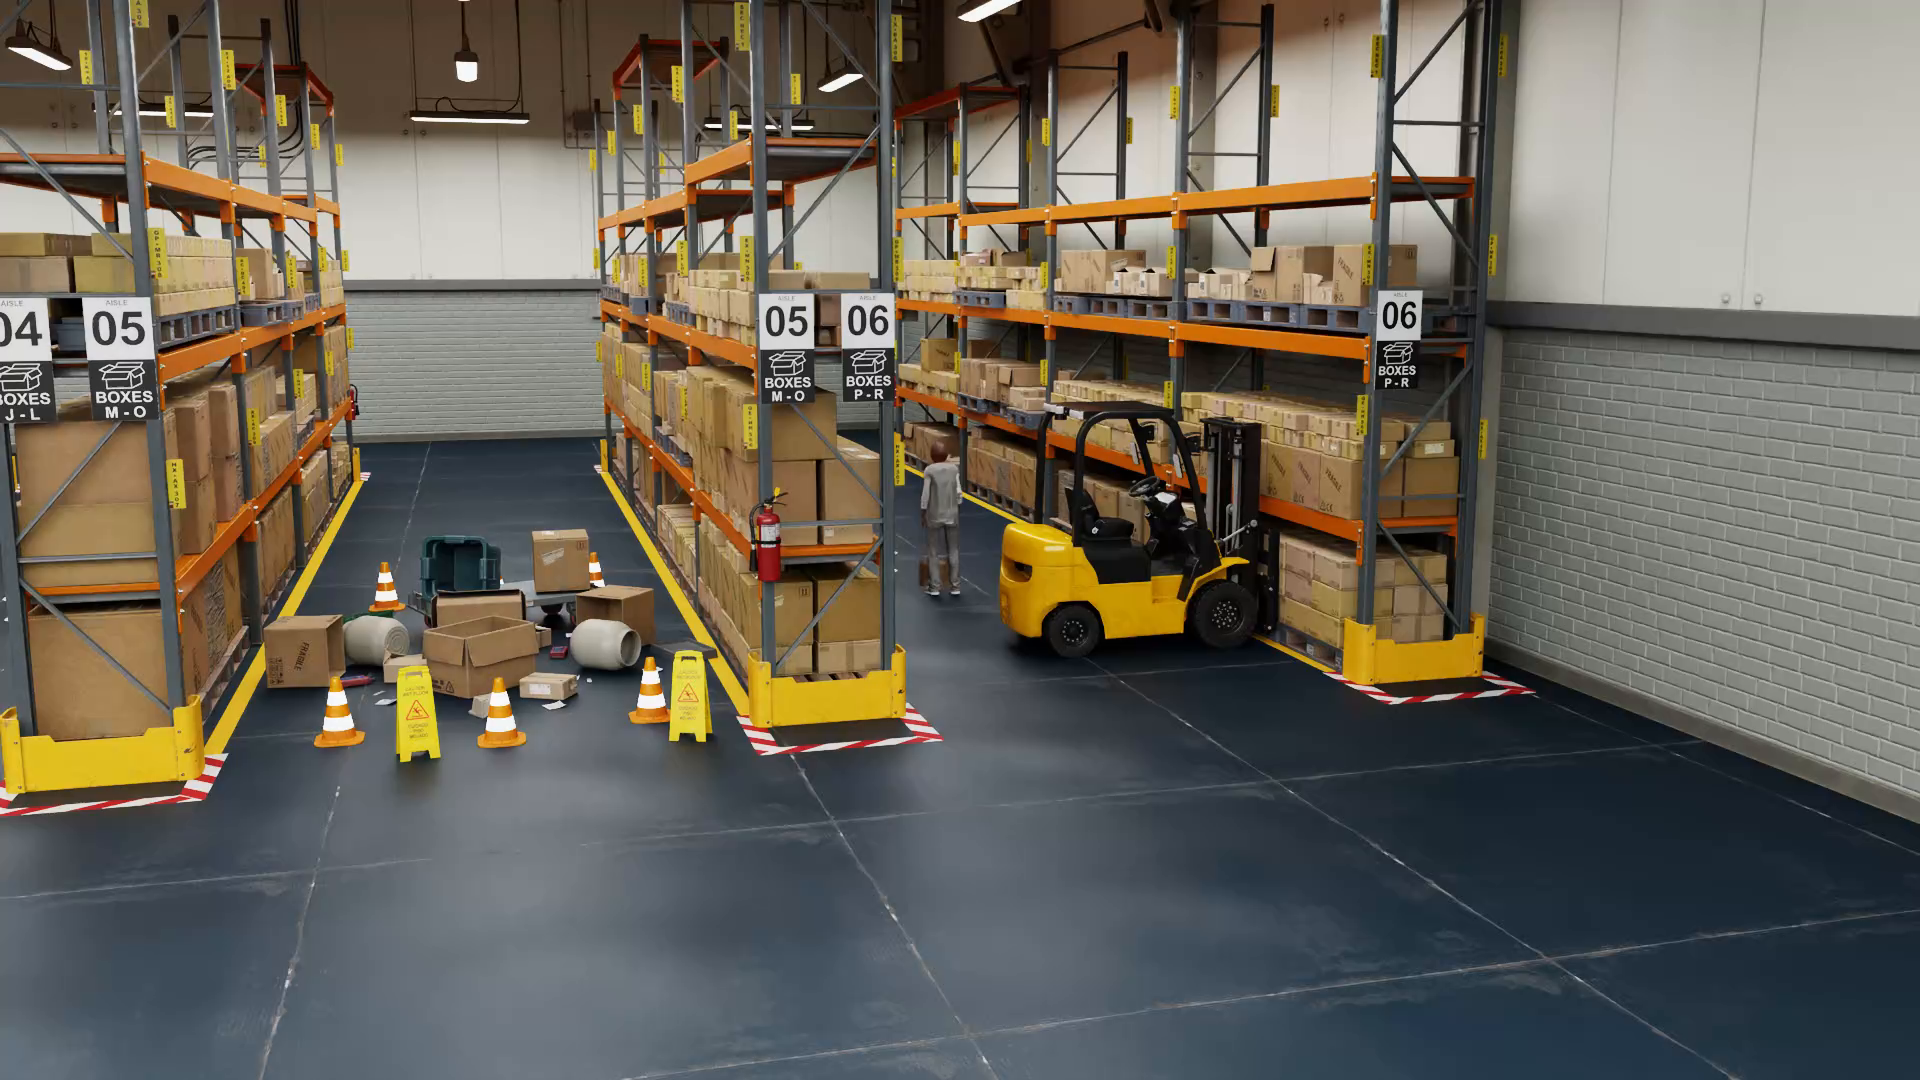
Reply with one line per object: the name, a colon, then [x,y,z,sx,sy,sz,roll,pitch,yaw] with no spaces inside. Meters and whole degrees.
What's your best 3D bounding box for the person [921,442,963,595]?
person: [-0.197,-0.218,17.216,0.459,1.594,0.374,-3,10,-18]
